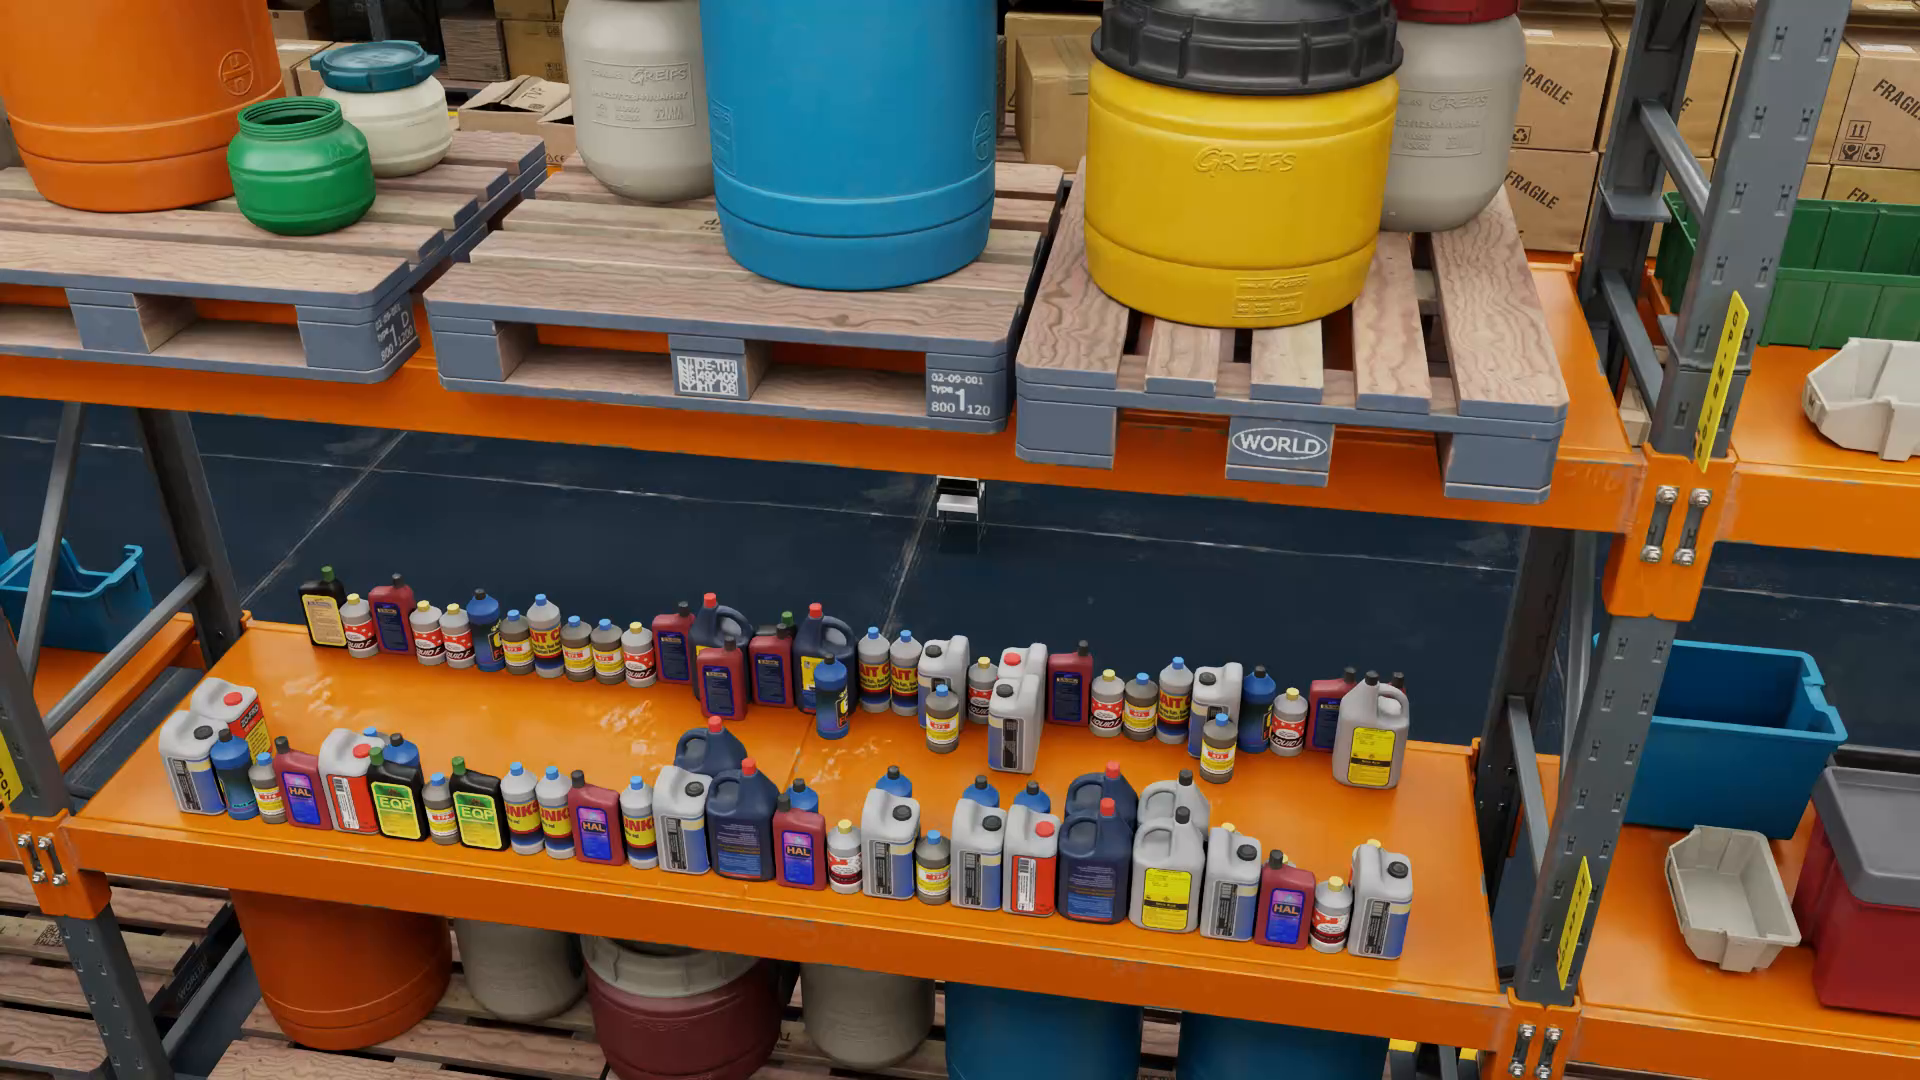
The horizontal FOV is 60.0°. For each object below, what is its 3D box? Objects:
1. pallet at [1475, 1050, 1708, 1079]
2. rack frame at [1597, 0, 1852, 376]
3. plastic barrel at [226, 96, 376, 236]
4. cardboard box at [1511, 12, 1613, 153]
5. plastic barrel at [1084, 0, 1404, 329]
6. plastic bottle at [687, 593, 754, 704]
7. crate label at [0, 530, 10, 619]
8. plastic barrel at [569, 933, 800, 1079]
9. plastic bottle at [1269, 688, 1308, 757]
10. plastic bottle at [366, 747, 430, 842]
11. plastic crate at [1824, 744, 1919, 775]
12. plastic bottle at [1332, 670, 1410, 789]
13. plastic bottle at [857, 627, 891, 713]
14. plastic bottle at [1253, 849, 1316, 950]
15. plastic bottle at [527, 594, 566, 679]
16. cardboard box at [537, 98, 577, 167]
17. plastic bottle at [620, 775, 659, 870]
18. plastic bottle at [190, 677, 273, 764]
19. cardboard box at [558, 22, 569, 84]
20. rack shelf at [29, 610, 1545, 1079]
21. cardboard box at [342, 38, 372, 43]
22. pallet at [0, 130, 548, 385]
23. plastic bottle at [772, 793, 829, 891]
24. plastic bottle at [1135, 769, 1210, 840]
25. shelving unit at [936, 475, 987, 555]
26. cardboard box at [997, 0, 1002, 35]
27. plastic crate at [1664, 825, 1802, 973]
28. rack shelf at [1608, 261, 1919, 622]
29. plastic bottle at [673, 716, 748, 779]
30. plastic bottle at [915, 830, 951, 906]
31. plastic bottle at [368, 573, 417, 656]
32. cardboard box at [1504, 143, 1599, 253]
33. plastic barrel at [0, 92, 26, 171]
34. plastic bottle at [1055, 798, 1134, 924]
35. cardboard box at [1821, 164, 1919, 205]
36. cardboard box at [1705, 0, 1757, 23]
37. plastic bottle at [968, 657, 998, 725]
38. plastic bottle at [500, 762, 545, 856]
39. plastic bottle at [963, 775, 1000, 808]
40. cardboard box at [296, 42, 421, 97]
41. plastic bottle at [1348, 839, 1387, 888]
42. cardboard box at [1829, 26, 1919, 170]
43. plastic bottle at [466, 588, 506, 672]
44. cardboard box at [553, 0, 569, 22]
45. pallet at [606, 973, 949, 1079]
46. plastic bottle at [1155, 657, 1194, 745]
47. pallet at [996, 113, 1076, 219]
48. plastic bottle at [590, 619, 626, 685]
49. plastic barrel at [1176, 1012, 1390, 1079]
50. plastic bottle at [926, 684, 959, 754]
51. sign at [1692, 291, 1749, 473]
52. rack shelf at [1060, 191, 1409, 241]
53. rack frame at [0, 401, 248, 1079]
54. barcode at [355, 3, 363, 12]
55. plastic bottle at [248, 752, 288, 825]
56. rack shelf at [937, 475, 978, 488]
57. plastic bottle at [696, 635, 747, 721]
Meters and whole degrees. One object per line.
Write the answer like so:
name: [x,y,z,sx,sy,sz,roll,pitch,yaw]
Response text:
pallet: [2.217,1.928,4.971,1.213,0.211,1.003,5,32,8]
rack frame: [1.485,-1.842,2.712,0.127,3.000,1.000,5,32,8]
plastic barrel: [-1.452,-0.825,3.665,0.294,0.245,0.294,0,32,0]
cardboard box: [2.739,-2.167,7.848,0.500,0.500,0.500,6,33,9]
plastic barrel: [0.551,-0.804,3.307,0.600,0.588,0.600,0,32,0]
plastic bottle: [-0.711,0.315,4.965,0.185,0.351,0.144,5,32,8]
crate label: [-3.392,0.098,5.232,0.616,0.435,0.502,5,32,8]
plastic barrel: [-0.860,1.323,5.186,0.708,0.588,0.600,5,32,8]
plastic bottle: [0.947,0.516,4.785,0.097,0.201,0.097,0,32,0]
plastic bottle: [-1.505,0.678,4.450,0.133,0.283,0.061,5,32,8]
plastic crate: [2.634,0.751,4.425,0.590,0.125,0.437,5,32,8]
plastic bottle: [1.153,0.517,4.643,0.185,0.351,0.144,5,32,8]
plastic bottle: [-0.254,0.378,4.940,0.097,0.271,0.097,0,32,0]
plastic bottle: [0.807,0.887,4.115,0.133,0.283,0.061,5,32,8]
plastic bottle: [-1.265,0.286,5.087,0.097,0.271,0.097,0,32,0]
cardboard box: [-1.972,-2.264,9.124,0.500,0.311,0.500,7,33,11]
plastic bottle: [-0.838,0.734,4.372,0.097,0.271,0.097,0,32,0]
plastic bottle: [-2.060,0.524,4.702,0.135,0.276,0.152,5,32,8]
cardboard box: [-2.992,-4.178,14.039,0.500,0.500,0.700,6,32,9]
rack shelf: [-0.486,0.827,4.780,4.000,0.370,1.077,5,32,8]
cardboard box: [-5.266,-4.212,14.409,0.250,0.166,0.380,1,32,2]
pallet: [-1.720,-0.728,3.937,1.213,0.211,1.003,5,32,8]
plastic bottle: [-0.412,0.777,4.292,0.133,0.283,0.061,5,32,8]
plastic bottle: [0.548,0.735,4.295,0.185,0.351,0.144,5,32,8]
shelving unit: [0.008,-0.381,8.010,0.210,0.900,0.258,5,32,8]
cardboard box: [-0.088,-3.970,13.396,0.750,0.750,0.750,5,32,8]
plastic crate: [1.920,0.903,4.172,0.243,0.136,0.396,5,32,8]
rack shelf: [3.457,-0.087,3.413,4.000,0.370,1.077,5,32,8]
plastic bottle: [-0.669,0.621,4.478,0.185,0.351,0.144,5,32,8]
plastic bottle: [-0.067,0.833,4.279,0.097,0.201,0.097,0,32,0]
plastic bottle: [-1.760,0.227,5.171,0.133,0.283,0.061,5,32,8]
cardboard box: [2.779,-1.744,8.115,0.500,0.500,0.500,6,33,9]
plastic barrel: [-2.712,-1.163,4.349,0.421,0.512,0.421,0,32,0]
plastic bottle: [0.342,0.794,4.201,0.185,0.351,0.144,5,32,8]
cardboard box: [4.278,-1.610,7.900,0.500,0.500,0.500,5,32,8]
cardboard box: [3.866,-2.357,8.151,0.500,0.500,0.500,5,32,9]
plastic bottle: [0.071,0.437,4.912,0.097,0.201,0.097,0,32,0]
plastic bottle: [-1.161,0.704,4.419,0.097,0.271,0.097,0,32,0]
plastic bottle: [0.055,0.733,4.374,0.097,0.271,0.097,0,32,0]
cardboard box: [-3.278,-2.430,9.211,0.500,0.500,0.500,3,32,6]
plastic bottle: [1.045,0.852,4.249,0.097,0.201,0.097,0,32,0]
cardboard box: [4.264,-2.029,7.628,0.500,0.500,0.500,6,33,10]
plastic bottle: [-1.457,0.269,5.114,0.097,0.271,0.097,0,32,0]
cardboard box: [-3.057,-4.501,13.848,0.500,0.250,0.500,4,32,7]
pallet: [-0.475,1.684,5.360,1.213,0.211,1.003,5,32,8]
plastic bottle: [0.623,0.457,4.814,0.097,0.271,0.097,0,32,0]
pallet: [0.297,-1.994,8.790,1.213,0.211,1.003,5,32,8]
plastic bottle: [-1.073,0.333,5.078,0.097,0.201,0.097,0,32,0]
plastic barrel: [0.952,1.355,4.841,0.708,0.901,0.600,5,32,8]
plastic bottle: [-0.051,0.508,4.799,0.097,0.201,0.097,0,32,0]
sign: [1.391,-0.287,3.046,0.005,0.325,0.100,5,32,8]
rack shelf: [0.351,-1.763,8.918,4.000,0.370,1.077,5,32,8]
rack frame: [-2.458,0.344,4.874,0.127,3.000,1.000,5,32,8]
barcode: [-5.226,-4.631,14.461,0.075,0.075,0.001,5,32,8]
plastic bottle: [-1.880,0.669,4.542,0.097,0.201,0.097,0,32,0]
rack shelf: [0.008,-0.352,8.028,0.200,0.077,0.258,5,32,8]
plastic bottle: [-0.703,0.400,4.894,0.133,0.283,0.061,5,32,8]
